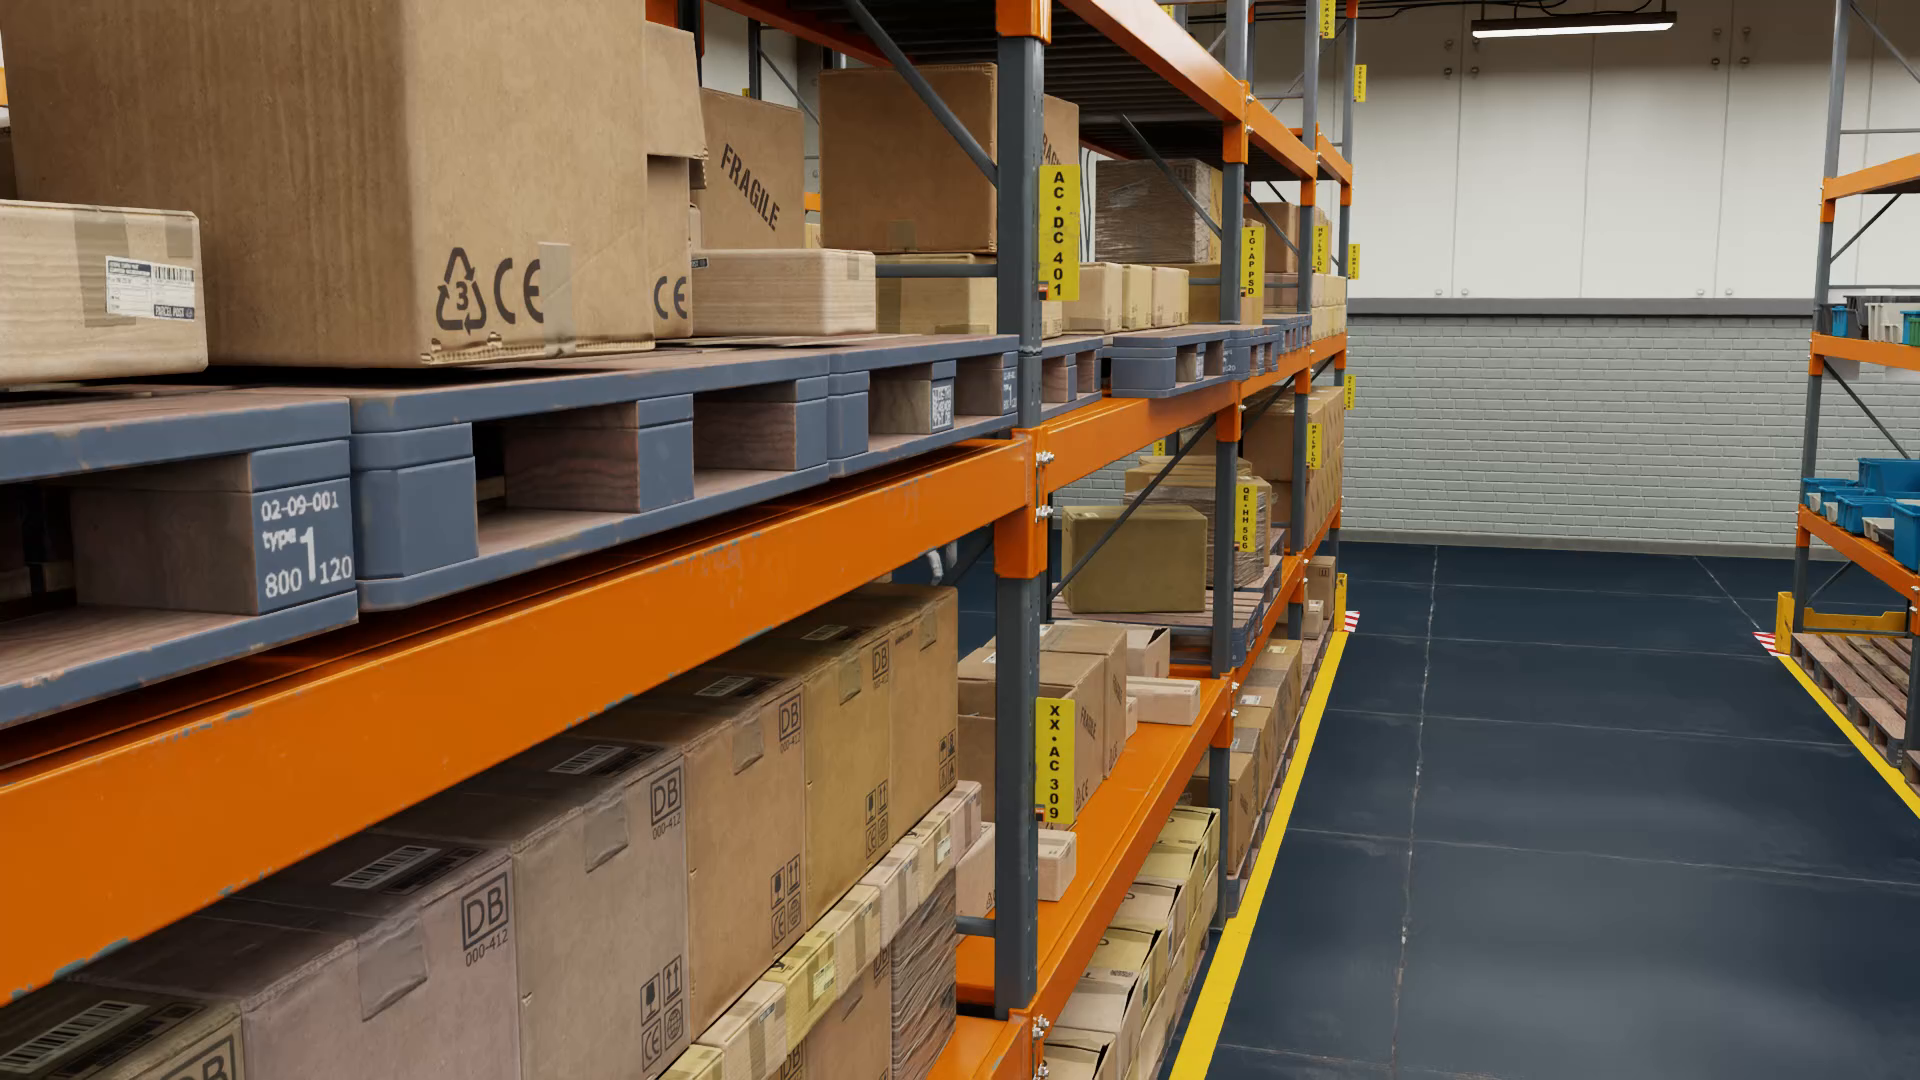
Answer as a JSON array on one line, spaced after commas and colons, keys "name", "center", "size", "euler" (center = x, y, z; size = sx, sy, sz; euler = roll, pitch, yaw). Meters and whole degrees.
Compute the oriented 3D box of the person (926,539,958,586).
[{"name": "person", "center": [-0.217, -0.291, 17.697], "size": [0.510, 1.637, 0.895], "euler": [-1, 8, -6]}]
